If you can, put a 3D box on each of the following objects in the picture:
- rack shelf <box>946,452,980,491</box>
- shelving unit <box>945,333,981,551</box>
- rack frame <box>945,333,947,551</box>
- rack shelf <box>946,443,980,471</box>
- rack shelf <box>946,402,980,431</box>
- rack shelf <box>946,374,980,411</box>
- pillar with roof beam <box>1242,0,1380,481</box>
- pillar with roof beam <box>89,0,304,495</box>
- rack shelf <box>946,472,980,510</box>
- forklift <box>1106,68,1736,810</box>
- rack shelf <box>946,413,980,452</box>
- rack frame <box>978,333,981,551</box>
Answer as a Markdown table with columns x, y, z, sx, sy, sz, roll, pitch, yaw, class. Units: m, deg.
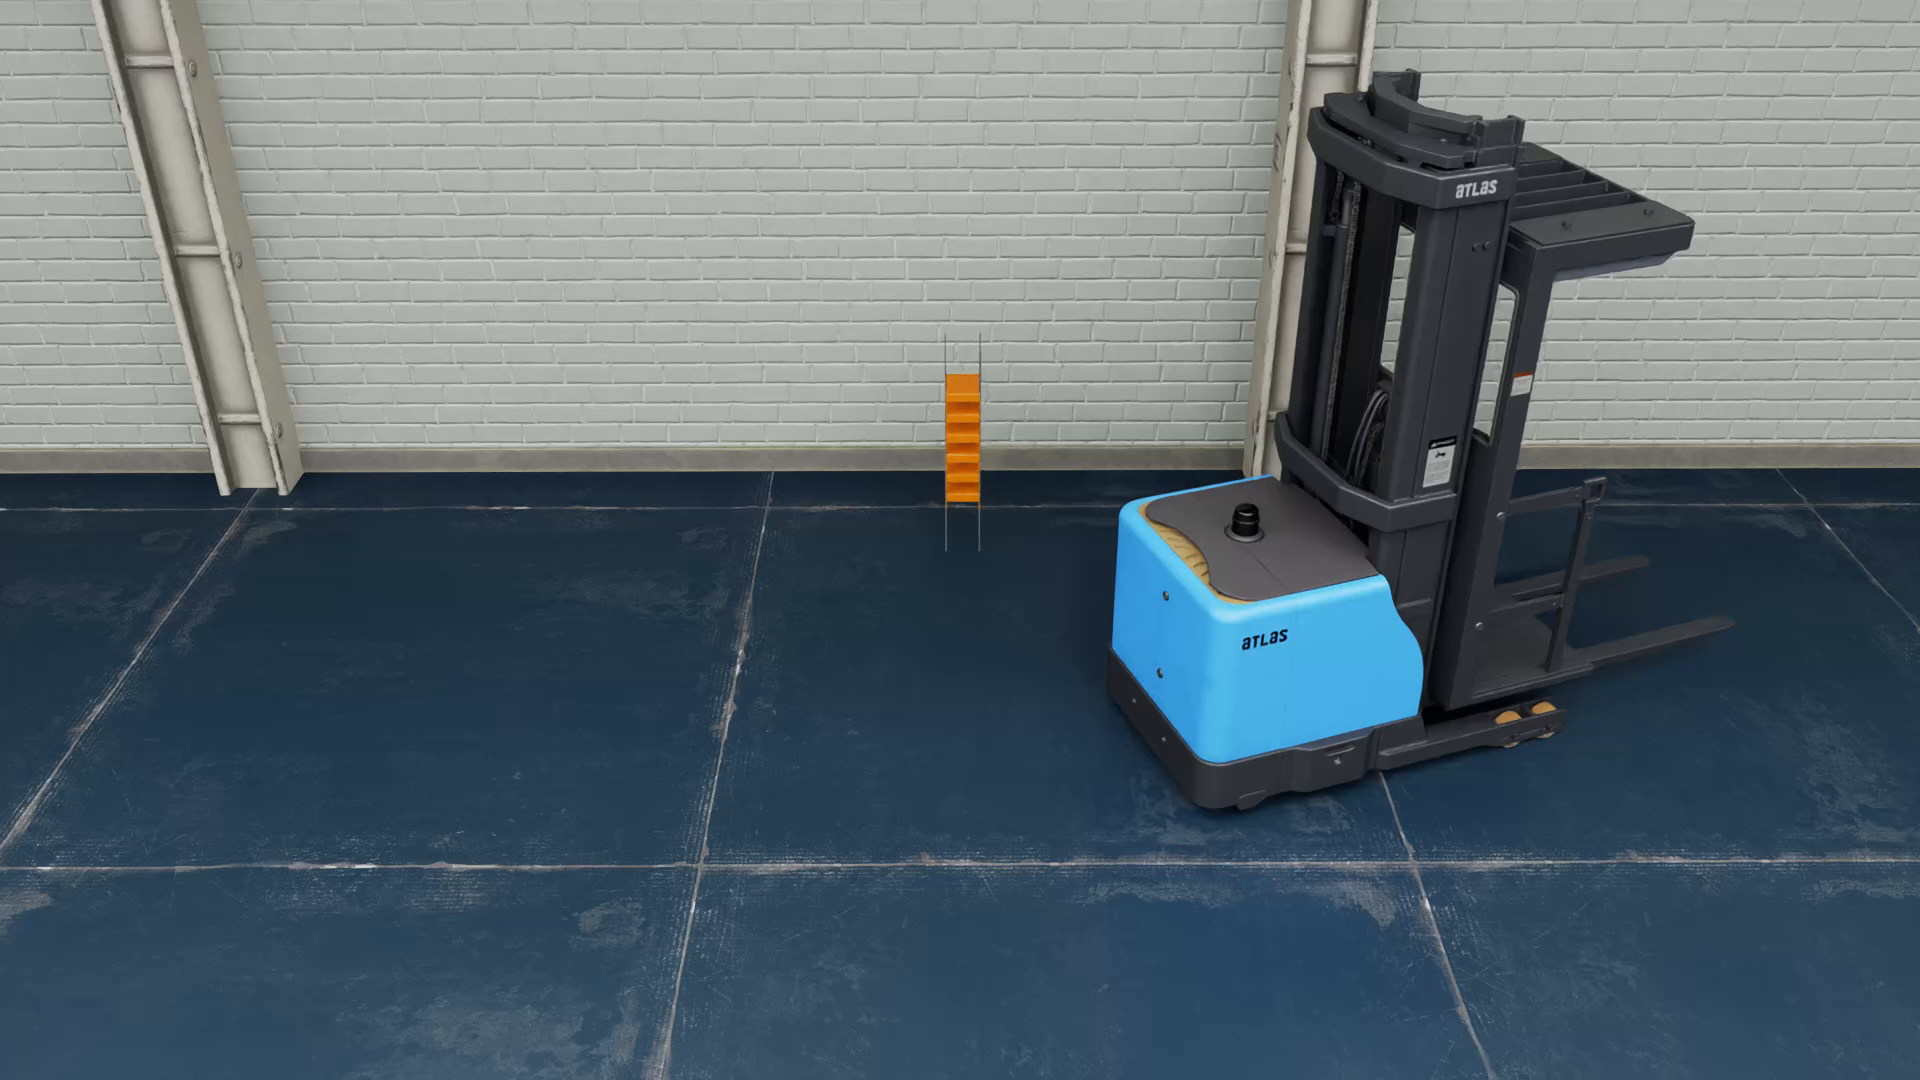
| x | y | z | sx | sy | sz | roll | pitch | yaw | class |
| --- | --- | --- | --- | --- | --- | --- | --- | --- | --- |
| 0.014 | -0.372 | 9.024 | 0.180 | 0.103 | 0.258 | 0 | 31 | 0 | rack shelf |
| 0.014 | -0.513 | 8.939 | 0.189 | 1.200 | 0.258 | 0 | 31 | 0 | shelving unit |
| -0.077 | -0.513 | 8.938 | 0.006 | 1.200 | 0.240 | 0 | 31 | 0 | rack frame |
| 0.014 | -0.475 | 8.962 | 0.180 | 0.103 | 0.258 | 0 | 31 | 0 | rack shelf |
| 0.014 | -0.680 | 8.837 | 0.180 | 0.103 | 0.258 | 0 | 31 | 0 | rack shelf |
| 0.014 | -0.783 | 8.775 | 0.180 | 0.103 | 0.258 | 0 | 31 | 0 | rack shelf |
| 1.915 | -1.974 | 3.828 | 0.400 | 9.000 | 9.100 | 0 | 31 | 0 | pillar with roof beam |
| -4.085 | -1.955 | 3.797 | 0.400 | 9.000 | 9.100 | 0 | 31 | 0 | pillar with roof beam |
| 0.014 | -0.270 | 9.086 | 0.180 | 0.103 | 0.258 | 0 | 31 | 0 | rack shelf |
| 2.273 | -0.542 | 7.317 | 3.031 | 2.935 | 1.130 | -11 | 33 | -17 | forklift |
| 0.014 | -0.578 | 8.900 | 0.180 | 0.103 | 0.258 | 0 | 31 | 0 | rack shelf |
| 0.106 | -0.513 | 8.939 | 0.006 | 1.200 | 0.240 | 0 | 31 | 0 | rack frame |
